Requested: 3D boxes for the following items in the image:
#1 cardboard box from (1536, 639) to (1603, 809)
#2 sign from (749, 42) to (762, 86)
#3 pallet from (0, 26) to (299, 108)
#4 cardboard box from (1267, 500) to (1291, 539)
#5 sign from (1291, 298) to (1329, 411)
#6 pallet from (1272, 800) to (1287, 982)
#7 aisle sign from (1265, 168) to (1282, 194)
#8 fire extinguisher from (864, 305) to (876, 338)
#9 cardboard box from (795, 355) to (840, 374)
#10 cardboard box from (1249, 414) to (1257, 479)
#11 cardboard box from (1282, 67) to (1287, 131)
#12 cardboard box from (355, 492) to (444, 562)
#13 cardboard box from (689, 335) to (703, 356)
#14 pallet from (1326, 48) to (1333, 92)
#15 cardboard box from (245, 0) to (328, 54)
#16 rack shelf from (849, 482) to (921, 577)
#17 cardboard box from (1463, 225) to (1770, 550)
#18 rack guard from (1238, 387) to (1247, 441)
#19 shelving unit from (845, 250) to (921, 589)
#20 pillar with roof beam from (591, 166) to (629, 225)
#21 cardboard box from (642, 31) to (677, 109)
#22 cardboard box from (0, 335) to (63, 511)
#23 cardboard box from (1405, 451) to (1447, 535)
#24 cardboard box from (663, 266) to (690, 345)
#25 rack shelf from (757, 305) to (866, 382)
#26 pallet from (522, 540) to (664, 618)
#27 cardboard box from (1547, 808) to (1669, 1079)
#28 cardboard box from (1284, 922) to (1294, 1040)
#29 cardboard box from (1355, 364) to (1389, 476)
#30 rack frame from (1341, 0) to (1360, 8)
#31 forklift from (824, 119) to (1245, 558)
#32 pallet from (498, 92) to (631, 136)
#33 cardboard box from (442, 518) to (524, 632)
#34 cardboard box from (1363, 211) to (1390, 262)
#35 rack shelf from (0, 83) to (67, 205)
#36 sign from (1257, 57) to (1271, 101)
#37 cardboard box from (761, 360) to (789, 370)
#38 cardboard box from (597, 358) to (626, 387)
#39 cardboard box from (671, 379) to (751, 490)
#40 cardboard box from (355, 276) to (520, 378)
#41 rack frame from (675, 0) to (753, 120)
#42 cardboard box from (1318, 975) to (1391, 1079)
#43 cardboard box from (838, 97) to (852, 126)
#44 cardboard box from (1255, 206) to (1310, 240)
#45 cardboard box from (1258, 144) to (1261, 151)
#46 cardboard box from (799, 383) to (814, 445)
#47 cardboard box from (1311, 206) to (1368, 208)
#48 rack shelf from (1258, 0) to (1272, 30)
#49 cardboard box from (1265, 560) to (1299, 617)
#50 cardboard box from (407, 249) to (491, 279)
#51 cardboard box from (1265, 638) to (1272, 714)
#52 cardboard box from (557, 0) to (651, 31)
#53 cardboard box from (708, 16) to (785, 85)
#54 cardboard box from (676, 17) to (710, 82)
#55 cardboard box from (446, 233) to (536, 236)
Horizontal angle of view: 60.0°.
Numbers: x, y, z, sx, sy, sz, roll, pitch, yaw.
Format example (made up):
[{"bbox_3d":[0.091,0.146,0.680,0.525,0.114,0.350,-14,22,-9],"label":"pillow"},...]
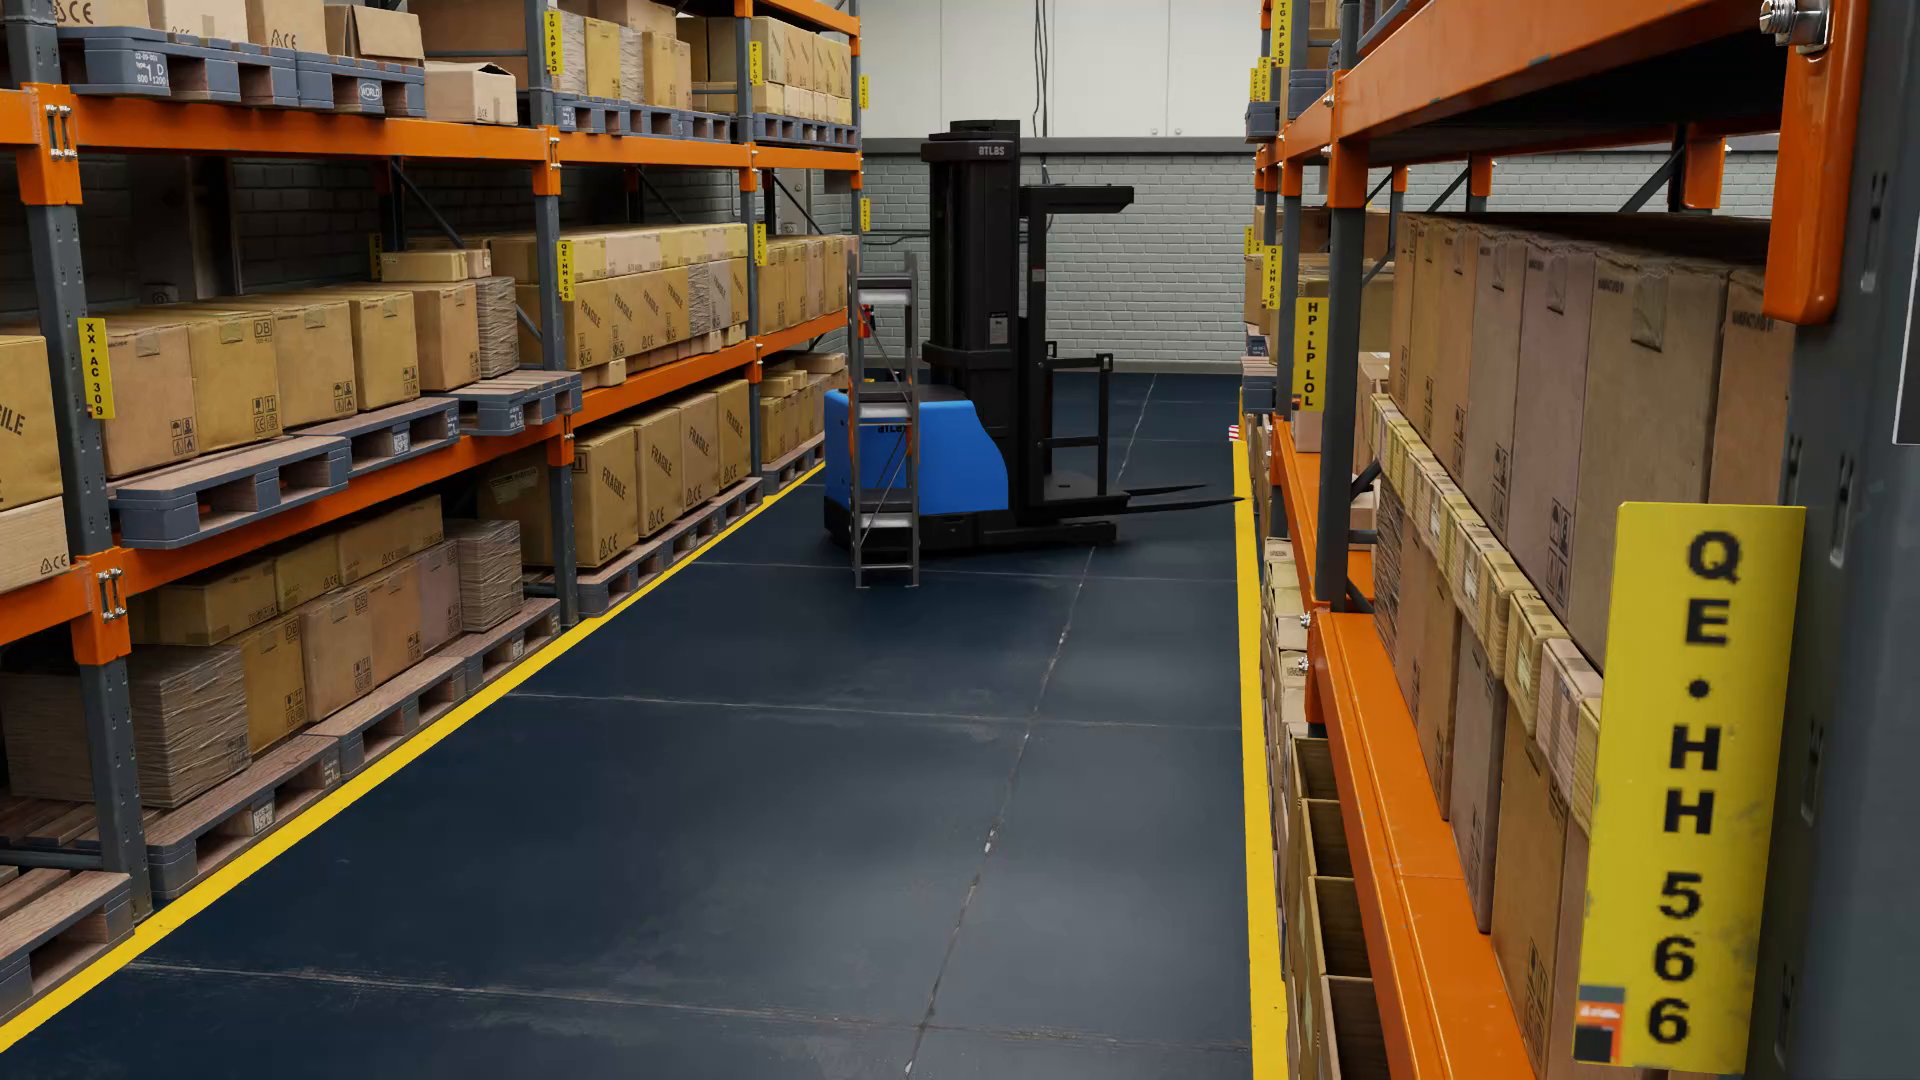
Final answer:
[{"bbox_3d":[0.923,0.231,2.024,0.380,0.149,0.250,2,12,9],"label":"cardboard box"},{"bbox_3d":[-1.578,-3.672,12.819,0.100,0.325,0.005,2,12,9],"label":"sign"},{"bbox_3d":[-3.146,-1.649,5.851,1.213,0.211,1.003,2,12,9],"label":"pallet"},{"bbox_3d":[2.076,-0.018,9.845,0.500,0.500,0.500,2,12,11],"label":"cardboard box"},{"bbox_3d":[1.011,-0.533,4.785,0.100,0.325,0.005,2,12,9],"label":"sign"},{"bbox_3d":[1.624,1.219,5.837,1.003,0.211,1.213,2,12,9],"label":"pallet"},{"bbox_3d":[3.115,-3.782,16.253,0.394,0.787,0.004,2,12,9],"label":"aisle sign"},{"bbox_3d":[-1.022,-2.444,17.282,0.296,0.674,0.183,2,12,9],"label":"fire extinguisher"},{"bbox_3d":[-1.388,-1.713,16.219,0.380,0.149,0.250,2,12,10],"label":"cardboard box"},{"bbox_3d":[2.587,-0.776,13.363,0.500,0.500,0.500,2,12,9],"label":"cardboard box"},{"bbox_3d":[2.276,-2.536,9.282,0.910,0.500,0.500,2,12,9],"label":"cardboard box"},{"bbox_3d":[-2.940,-0.074,8.324,0.500,0.250,0.500,2,12,10],"label":"cardboard box"},{"bbox_3d":[-2.074,-1.411,11.969,0.380,0.149,0.250,2,12,9],"label":"cardboard box"},{"bbox_3d":[1.979,-1.819,6.644,1.003,0.211,1.213,2,12,11],"label":"pallet"},{"bbox_3d":[-2.994,-2.238,6.904,0.500,0.500,0.500,1,12,7],"label":"cardboard box"},{"bbox_3d":[-0.490,-0.074,10.739,0.431,0.518,0.480,-1,12,-6],"label":"rack shelf"},{"bbox_3d":[1.255,-0.267,2.795,0.700,0.500,0.500,2,12,9],"label":"cardboard box"},{"bbox_3d":[3.383,-1.250,16.607,1.175,0.500,0.348,2,12,9],"label":"rack guard"},{"bbox_3d":[-0.490,-0.771,10.589,0.431,2.100,0.503,-1,12,-6],"label":"shelving unit"},{"bbox_3d":[1.391,-4.782,12.821,9.100,9.000,0.400,2,12,9],"label":"pillar with roof beam"},{"bbox_3d":[-2.382,-3.248,11.541,0.700,0.500,0.500,2,12,8],"label":"cardboard box"},{"bbox_3d":[-3.114,-0.344,4.999,0.500,0.500,0.500,2,12,9],"label":"cardboard box"},{"bbox_3d":[1.160,-0.093,3.530,0.380,0.149,0.250,1,12,7],"label":"cardboard box"},{"bbox_3d":[-2.164,-1.600,11.305,0.500,0.500,0.500,2,12,10],"label":"cardboard box"},{"bbox_3d":[-1.808,-1.880,15.302,1.077,0.370,4.000,2,12,9],"label":"rack shelf"},{"bbox_3d":[-2.536,0.219,10.475,1.003,0.211,1.213,2,12,9],"label":"pallet"},{"bbox_3d":[1.094,0.588,1.909,0.700,0.500,0.500,2,12,10],"label":"cardboard box"},{"bbox_3d":[1.178,1.236,4.669,0.500,0.250,0.500,2,12,9],"label":"cardboard box"},{"bbox_3d":[1.841,-0.412,6.547,0.500,0.500,0.500,2,12,9],"label":"cardboard box"},{"bbox_3d":[1.549,-2.922,4.194,1.000,3.000,0.127,2,12,9],"label":"rack frame"},{"bbox_3d":[0.586,-1.478,11.893,3.031,2.935,1.130,-4,13,-19],"label":"forklift"},{"bbox_3d":[-2.685,-2.492,9.765,1.213,0.211,1.003,2,12,11],"label":"pallet"},{"bbox_3d":[-2.790,0.176,8.945,0.700,0.500,0.500,2,12,9],"label":"cardboard box"},{"bbox_3d":[3.130,-2.282,12.850,0.500,0.500,0.500,2,12,10],"label":"cardboard box"},{"bbox_3d":[-3.654,-0.848,3.395,1.077,0.370,4.000,2,12,9],"label":"rack shelf"},{"bbox_3d":[2.242,-3.390,12.257,0.100,0.325,0.005,2,12,9],"label":"sign"},{"bbox_3d":[-1.843,-1.621,15.792,0.380,0.149,0.250,2,12,9],"label":"cardboard box"},{"bbox_3d":[-2.280,-1.035,10.224,0.380,0.149,0.250,2,12,10],"label":"cardboard box"},{"bbox_3d":[-2.088,-0.830,12.829,0.750,0.750,0.750,2,12,9],"label":"cardboard box"},{"bbox_3d":[-2.794,-1.148,8.918,0.700,0.500,0.500,0,12,2],"label":"cardboard box"},{"bbox_3d":[-2.116,-4.748,12.663,1.000,3.000,0.127,2,12,9],"label":"rack frame"},{"bbox_3d":[0.940,1.181,3.142,0.500,0.500,0.500,2,12,9],"label":"cardboard box"},{"bbox_3d":[-1.351,-4.134,16.056,0.500,0.250,0.500,2,12,10],"label":"cardboard box"},{"bbox_3d":[2.993,-2.833,15.406,0.500,0.500,0.500,2,12,9],"label":"cardboard box"},{"bbox_3d":[2.899,-3.574,14.695,0.500,0.250,0.500,2,12,9],"label":"cardboard box"},{"bbox_3d":[-1.738,-1.162,15.201,0.700,0.500,0.500,2,12,10],"label":"cardboard box"},{"bbox_3d":[3.598,-2.924,15.830,0.500,0.500,0.500,2,12,8],"label":"cardboard box"},{"bbox_3d":[3.087,-4.651,13.929,1.077,0.370,4.000,2,12,9],"label":"rack shelf"},{"bbox_3d":[1.721,0.251,7.906,0.500,0.311,0.500,2,12,7],"label":"cardboard box"},{"bbox_3d":[-2.755,-1.490,8.968,0.380,0.149,0.250,0,12,1],"label":"cardboard box"},{"bbox_3d":[1.643,0.629,7.485,0.500,0.250,0.500,2,12,7],"label":"cardboard box"},{"bbox_3d":[-2.451,-3.617,11.477,0.500,0.250,0.500,1,12,7],"label":"cardboard box"},{"bbox_3d":[-1.729,-3.968,13.507,0.500,0.500,0.500,2,12,8],"label":"cardboard box"},{"bbox_3d":[-2.239,-3.982,13.570,0.500,0.500,0.500,2,12,8],"label":"cardboard box"},{"bbox_3d":[-2.835,-1.763,10.285,0.500,0.250,0.500,1,12,7],"label":"cardboard box"}]
